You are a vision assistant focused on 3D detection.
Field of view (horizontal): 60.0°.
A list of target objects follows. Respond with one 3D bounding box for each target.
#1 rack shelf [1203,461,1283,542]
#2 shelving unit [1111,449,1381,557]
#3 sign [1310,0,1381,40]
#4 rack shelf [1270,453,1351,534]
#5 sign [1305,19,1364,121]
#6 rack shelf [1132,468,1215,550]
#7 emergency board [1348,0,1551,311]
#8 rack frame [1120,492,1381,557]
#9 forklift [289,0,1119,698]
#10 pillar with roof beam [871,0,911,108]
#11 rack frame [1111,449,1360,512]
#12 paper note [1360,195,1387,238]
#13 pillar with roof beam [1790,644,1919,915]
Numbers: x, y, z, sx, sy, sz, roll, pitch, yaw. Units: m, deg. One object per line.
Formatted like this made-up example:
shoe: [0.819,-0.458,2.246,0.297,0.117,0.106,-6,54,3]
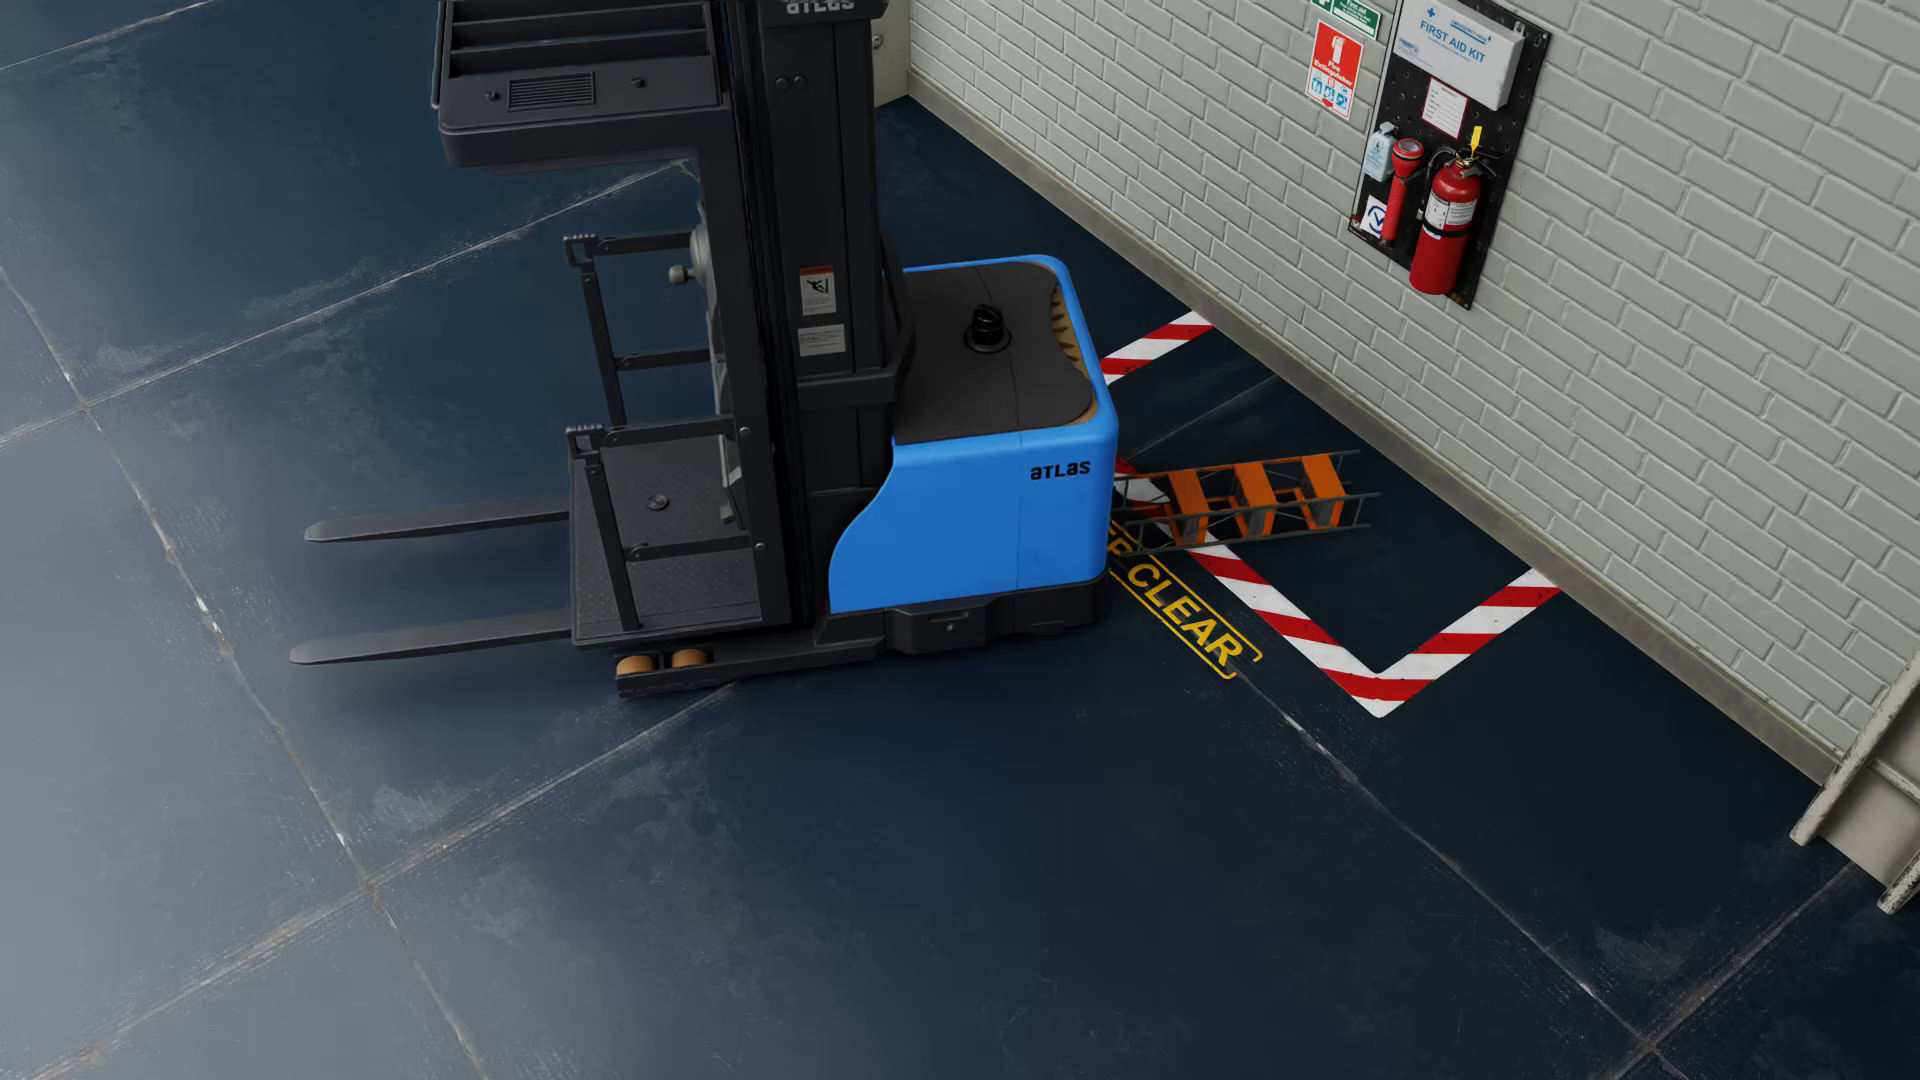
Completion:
rack shelf: [1.128,-0.150,6.727,0.259,0.215,0.240,-7,49,-8]
shelving unit: [1.139,-0.152,6.728,1.050,0.215,0.252,-7,49,-8]
sign: [1.415,-1.956,6.116,0.001,0.109,0.331,-29,54,-24]
rack shelf: [1.408,-0.183,6.764,0.259,0.215,0.240,-7,49,-8]
sign: [1.419,-1.785,6.318,0.001,0.329,0.234,-29,54,-24]
rack shelf: [0.855,-0.118,6.691,0.259,0.215,0.240,-7,49,-8]
emergency board: [1.672,-1.401,5.994,0.194,1.169,0.643,-29,54,-24]
rack frame: [1.160,-0.062,6.648,1.050,0.200,0.008,-7,49,-8]
forklift: [-1.003,-0.823,5.516,3.031,2.935,1.130,-7,48,-6]
pillar with roof beam: [-3.921,-3.548,3.891,9.100,9.000,0.400,-29,54,-24]
rack frame: [1.118,-0.241,6.808,1.050,0.200,0.008,-7,49,-8]
paper note: [1.620,-1.240,6.443,0.016,0.148,0.142,-29,54,-24]
pillar with roof beam: [-0.288,-0.010,0.684,9.100,9.000,0.400,-29,54,-24]
